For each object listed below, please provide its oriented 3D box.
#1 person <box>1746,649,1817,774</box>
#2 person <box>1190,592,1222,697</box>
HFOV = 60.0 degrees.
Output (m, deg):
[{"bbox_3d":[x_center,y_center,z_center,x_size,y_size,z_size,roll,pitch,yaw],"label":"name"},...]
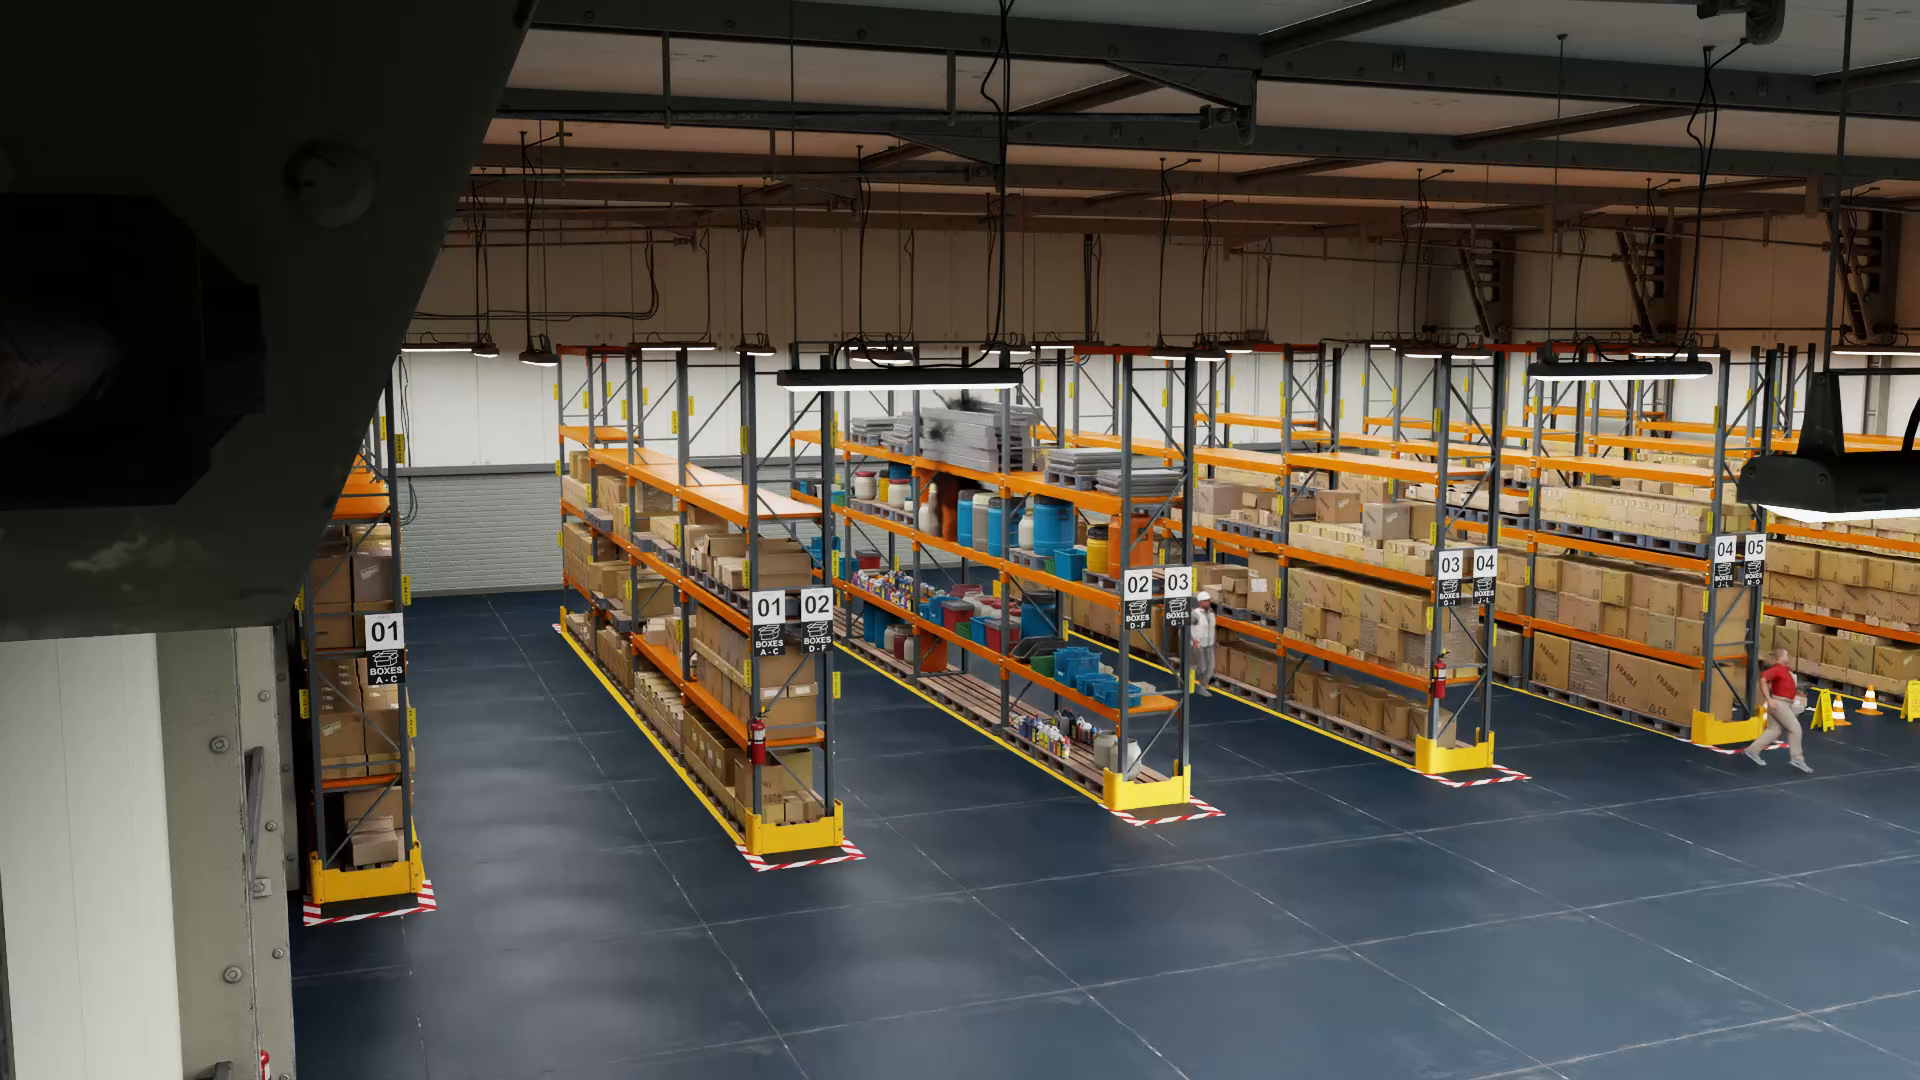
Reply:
[{"bbox_3d":[11.915,2.440,24.022,0.930,1.724,0.665,4,8,27],"label":"person"},{"bbox_3d":[4.021,1.713,27.407,0.645,1.734,0.551,-4,8,-30],"label":"person"}]
